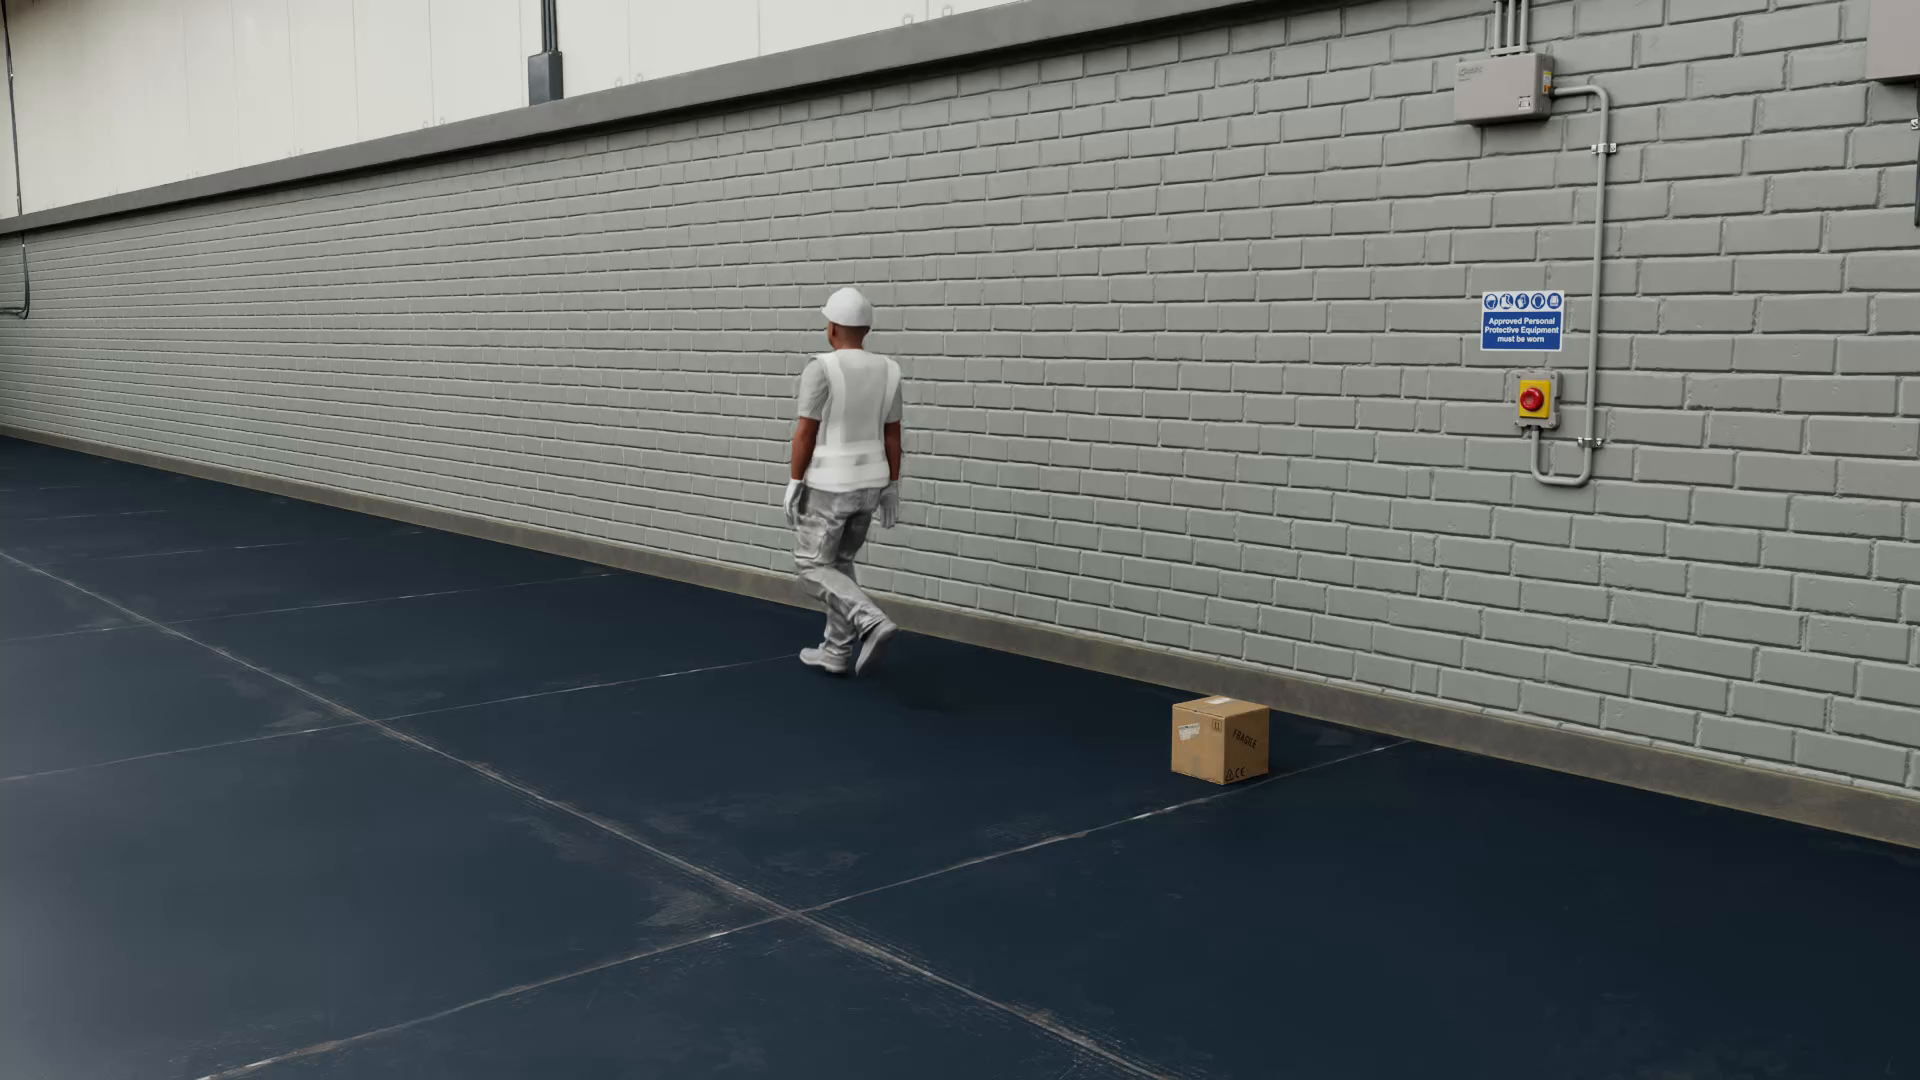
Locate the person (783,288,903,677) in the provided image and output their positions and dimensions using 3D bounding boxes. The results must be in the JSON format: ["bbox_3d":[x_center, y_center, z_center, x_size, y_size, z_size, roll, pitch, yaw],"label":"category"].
[{"bbox_3d":[-0.504,-0.244,7.474,0.813,1.761,0.556,7,10,44],"label":"person"}]
